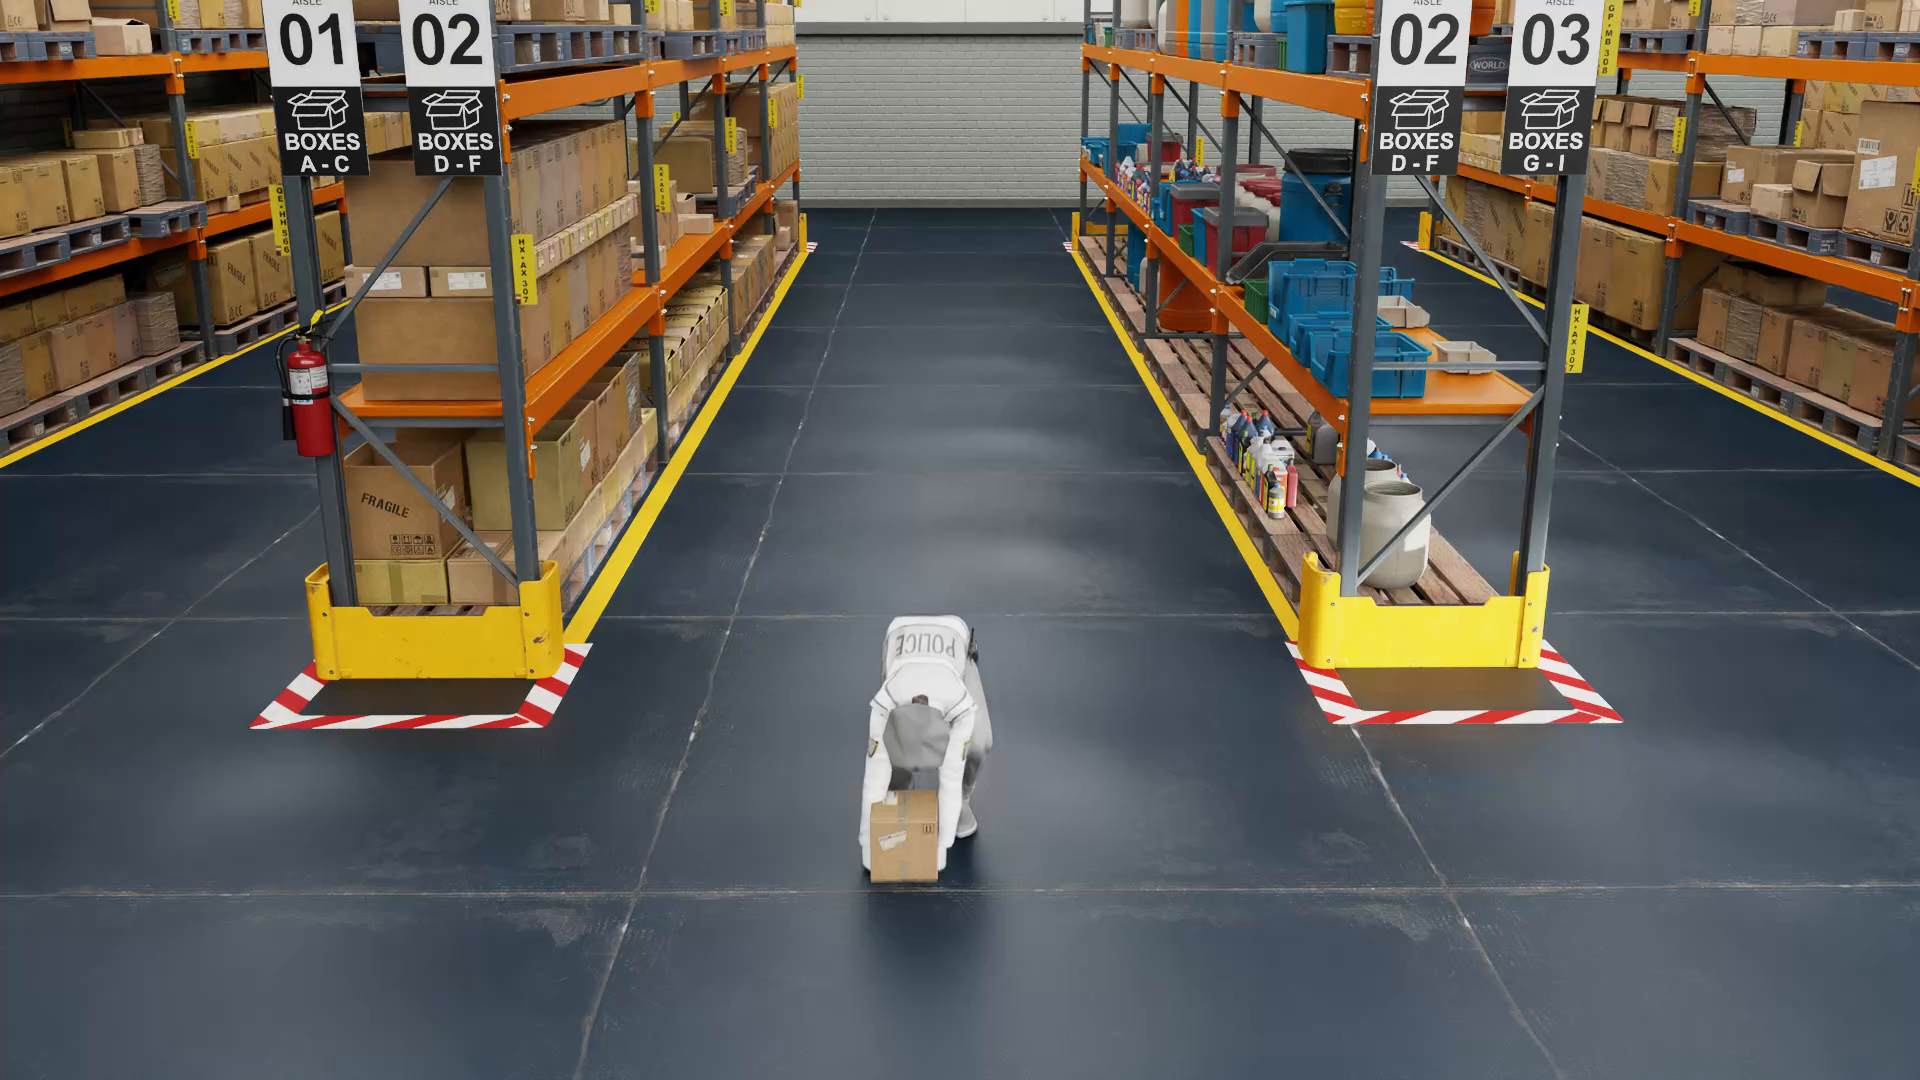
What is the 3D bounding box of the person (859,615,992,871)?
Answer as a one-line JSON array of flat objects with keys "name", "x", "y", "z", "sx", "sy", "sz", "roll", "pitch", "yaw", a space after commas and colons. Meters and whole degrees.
[{"name": "person", "x": -0.137, "y": 0.777, "z": 6.456, "sx": 0.523, "sy": 0.841, "sz": 0.888, "roll": -1, "pitch": 17, "yaw": -3}]
